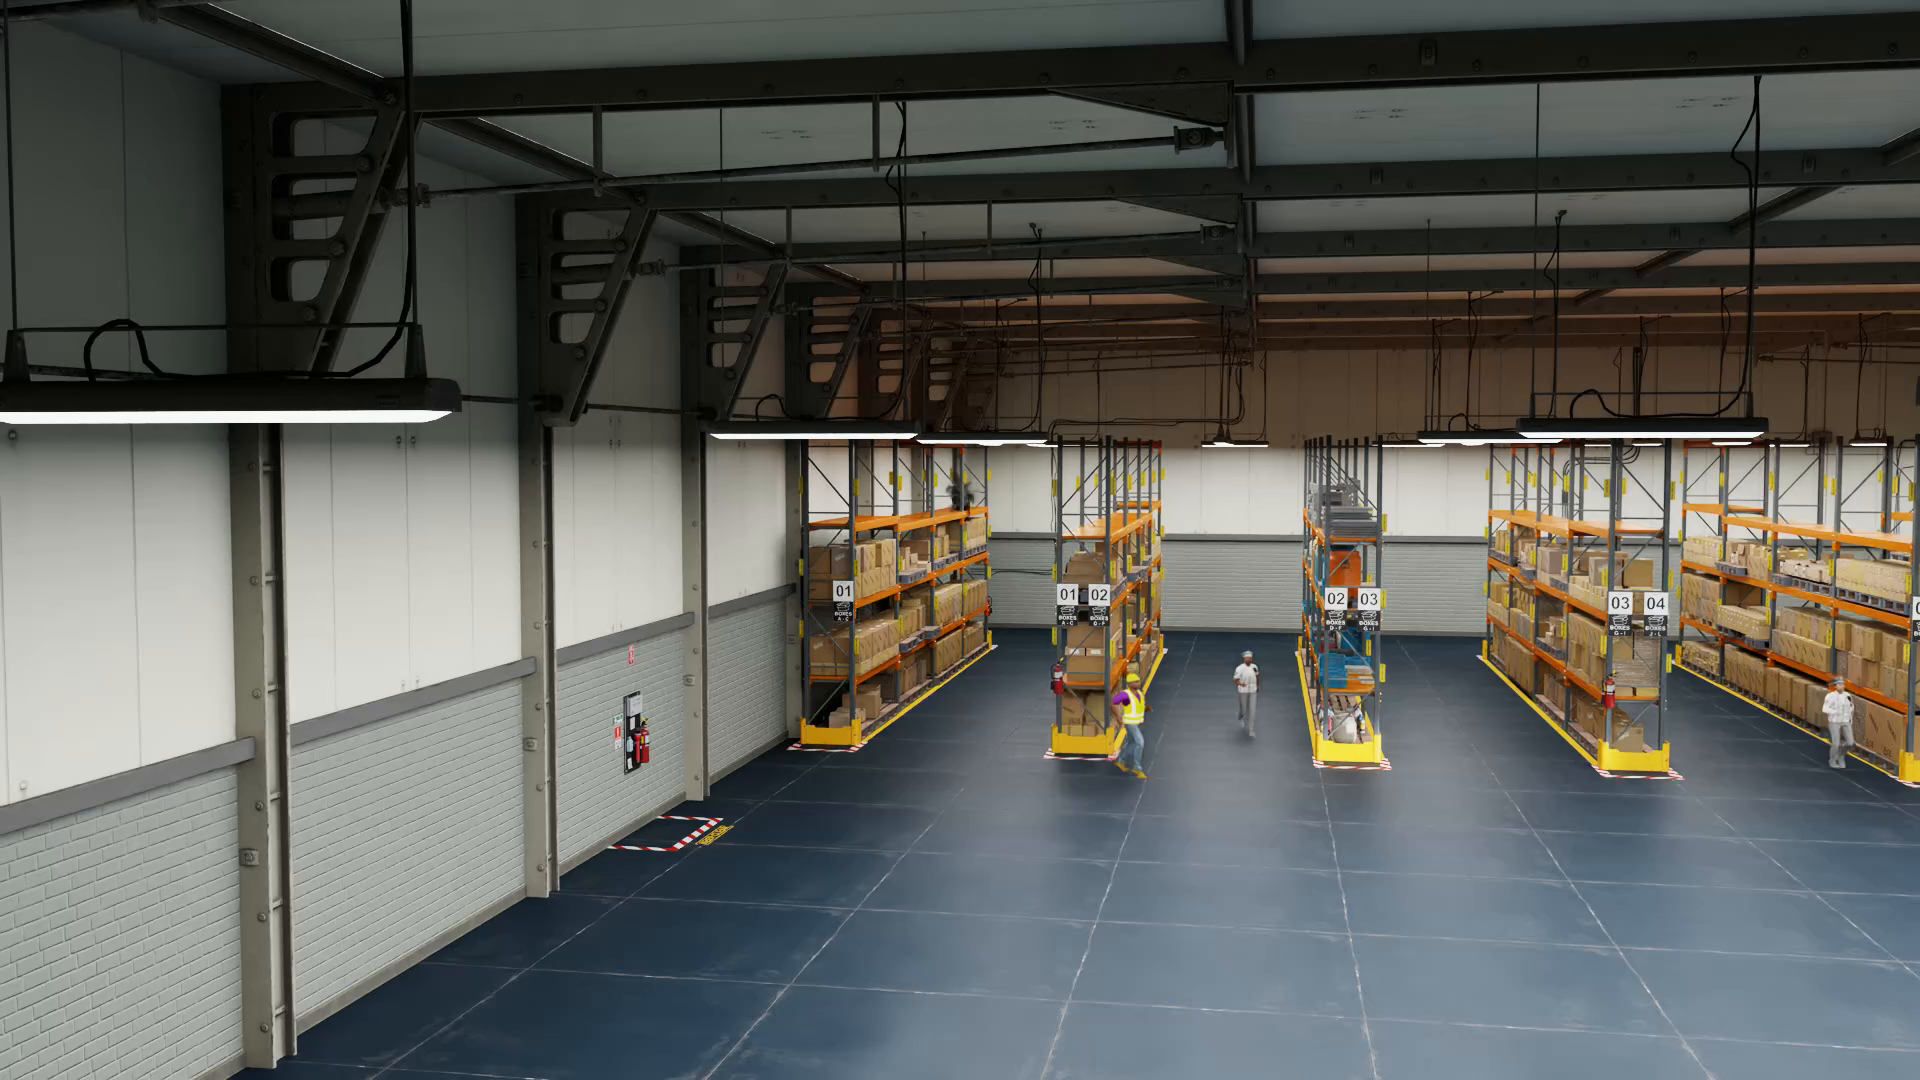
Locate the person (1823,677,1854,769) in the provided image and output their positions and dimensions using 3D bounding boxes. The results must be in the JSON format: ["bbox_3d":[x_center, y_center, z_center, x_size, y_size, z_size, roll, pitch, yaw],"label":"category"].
[{"bbox_3d":[15.748,3.276,29.705,0.604,1.666,0.587,0,3,5],"label":"person"}]

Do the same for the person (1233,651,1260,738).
[{"bbox_3d":[5.776,3.067,33.418,0.580,1.696,0.898,0,3,-4],"label":"person"}]

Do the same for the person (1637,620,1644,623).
[{"bbox_3d":[18.350,2.417,45.245,0.995,1.717,0.772,-3,4,-41],"label":"person"}]

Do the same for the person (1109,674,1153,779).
[{"bbox_3d":[3.026,3.254,29.199,0.781,1.819,0.682,2,4,38],"label":"person"}]
